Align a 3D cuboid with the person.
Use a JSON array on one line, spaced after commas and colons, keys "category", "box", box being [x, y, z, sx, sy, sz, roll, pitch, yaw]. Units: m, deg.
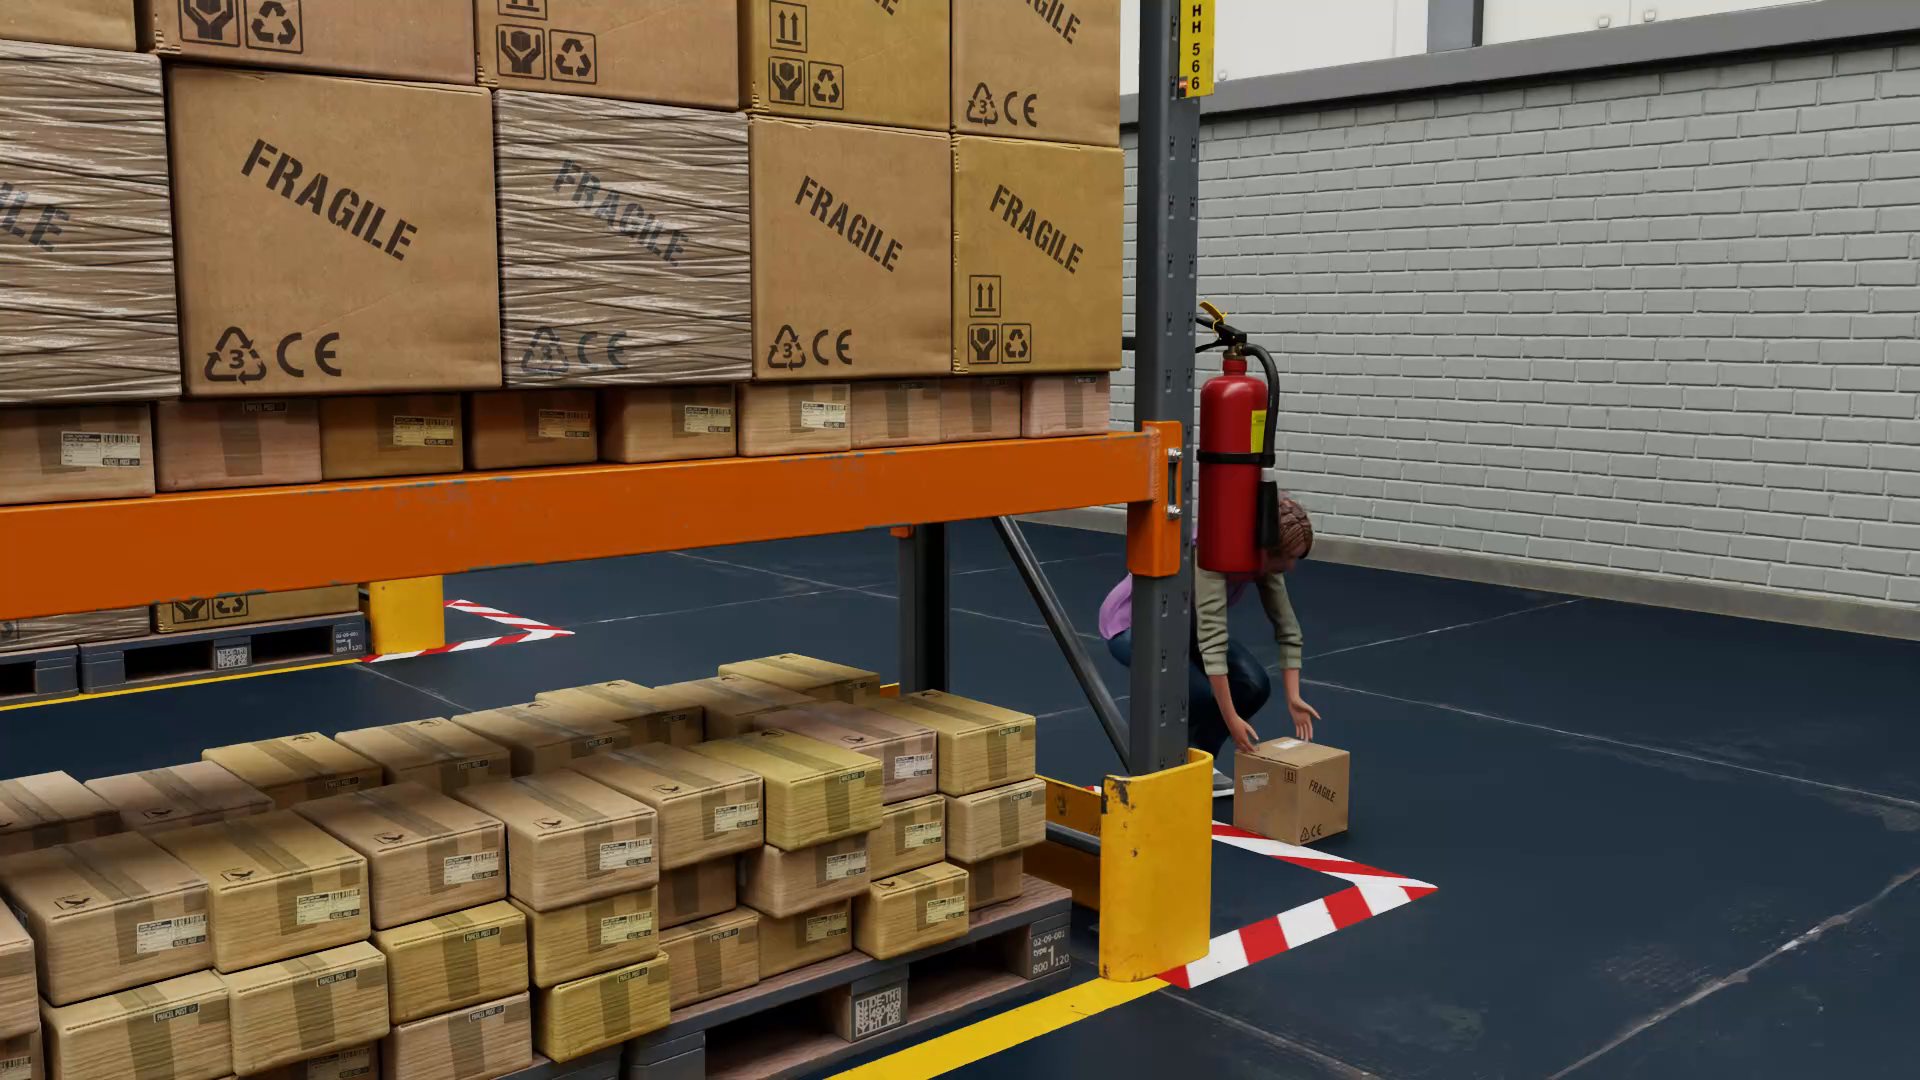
[{"category": "person", "box": [0.802, 0.350, 5.391, 0.458, 1.022, 0.768, -6, 10, -37]}]
